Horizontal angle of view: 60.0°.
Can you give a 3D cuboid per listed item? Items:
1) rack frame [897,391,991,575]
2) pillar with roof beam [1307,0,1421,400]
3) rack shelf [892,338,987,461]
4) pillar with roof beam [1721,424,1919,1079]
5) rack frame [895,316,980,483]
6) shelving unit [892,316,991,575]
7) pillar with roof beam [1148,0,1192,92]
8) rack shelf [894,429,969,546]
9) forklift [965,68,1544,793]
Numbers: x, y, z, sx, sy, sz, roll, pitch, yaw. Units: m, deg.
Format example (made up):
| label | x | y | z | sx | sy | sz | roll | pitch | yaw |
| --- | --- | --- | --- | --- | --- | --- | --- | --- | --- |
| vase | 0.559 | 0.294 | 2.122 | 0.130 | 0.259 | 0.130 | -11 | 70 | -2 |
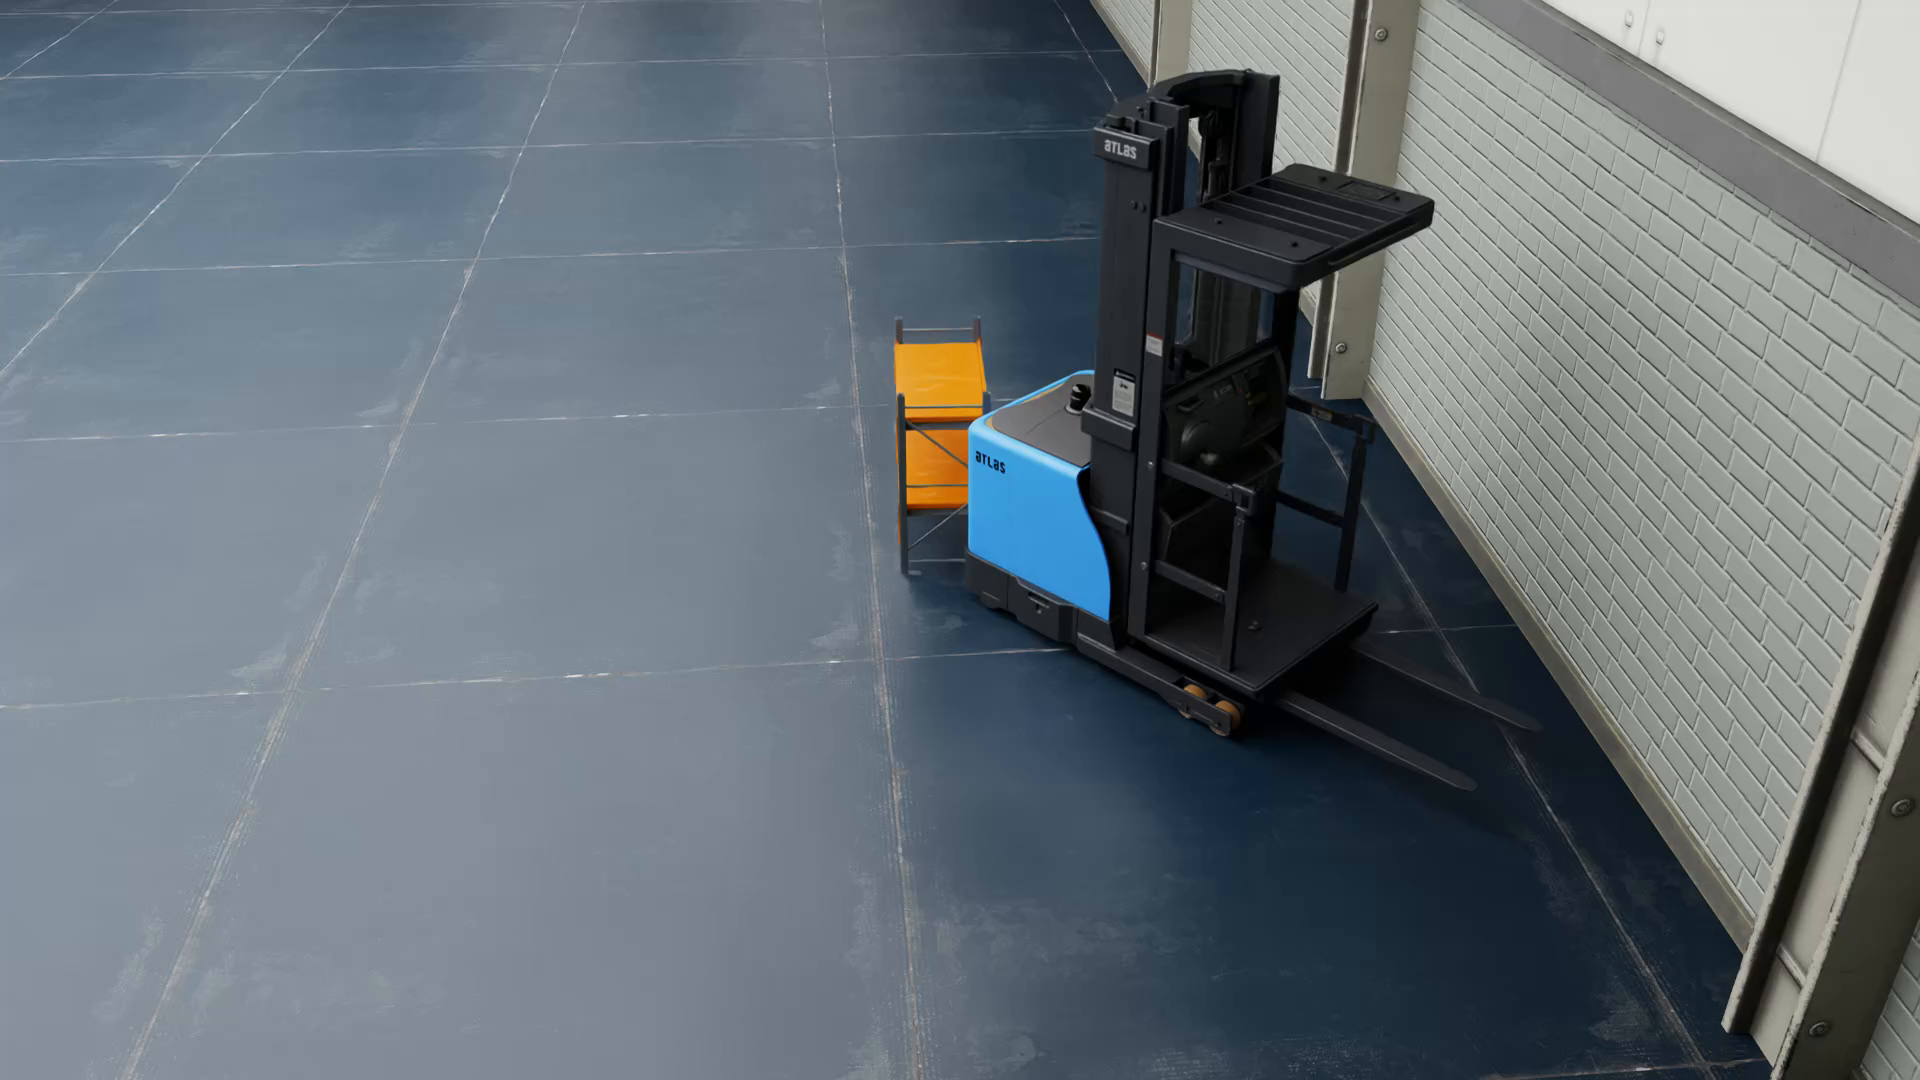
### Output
| label | x | y | z | sx | sy | sz | roll | pitch | yaw |
| --- | --- | --- | --- | --- | --- | --- | --- | --- | --- |
| rack frame | -0.086 | -0.297 | 9.151 | 0.500 | 1.125 | 0.032 | -1 | 31 | -2 |
| pillar with roof beam | -1.673 | -4.723 | 8.882 | 9.100 | 9.000 | 0.400 | -3 | 31 | -5 |
| rack shelf | -0.108 | -0.809 | 9.437 | 0.538 | 0.278 | 1.000 | -1 | 31 | -2 |
| pillar with roof beam | -1.113 | -1.660 | 3.754 | 9.100 | 9.000 | 0.400 | -3 | 31 | -5 |
| rack frame | -0.131 | -0.818 | 10.023 | 0.500 | 1.125 | 0.032 | -1 | 31 | -2 |
| shelving unit | -0.108 | -0.558 | 9.587 | 0.538 | 1.125 | 1.048 | -1 | 31 | -2 |
| pillar with roof beam | -2.234 | -7.787 | 14.011 | 9.100 | 9.000 | 0.400 | -3 | 31 | -5 |
| rack shelf | -0.108 | -0.348 | 9.712 | 0.538 | 0.278 | 1.000 | -1 | 31 | -2 |
| forklift | 1.436 | -0.603 | 7.901 | 3.031 | 2.935 | 1.130 | 26 | 40 | 37 |
